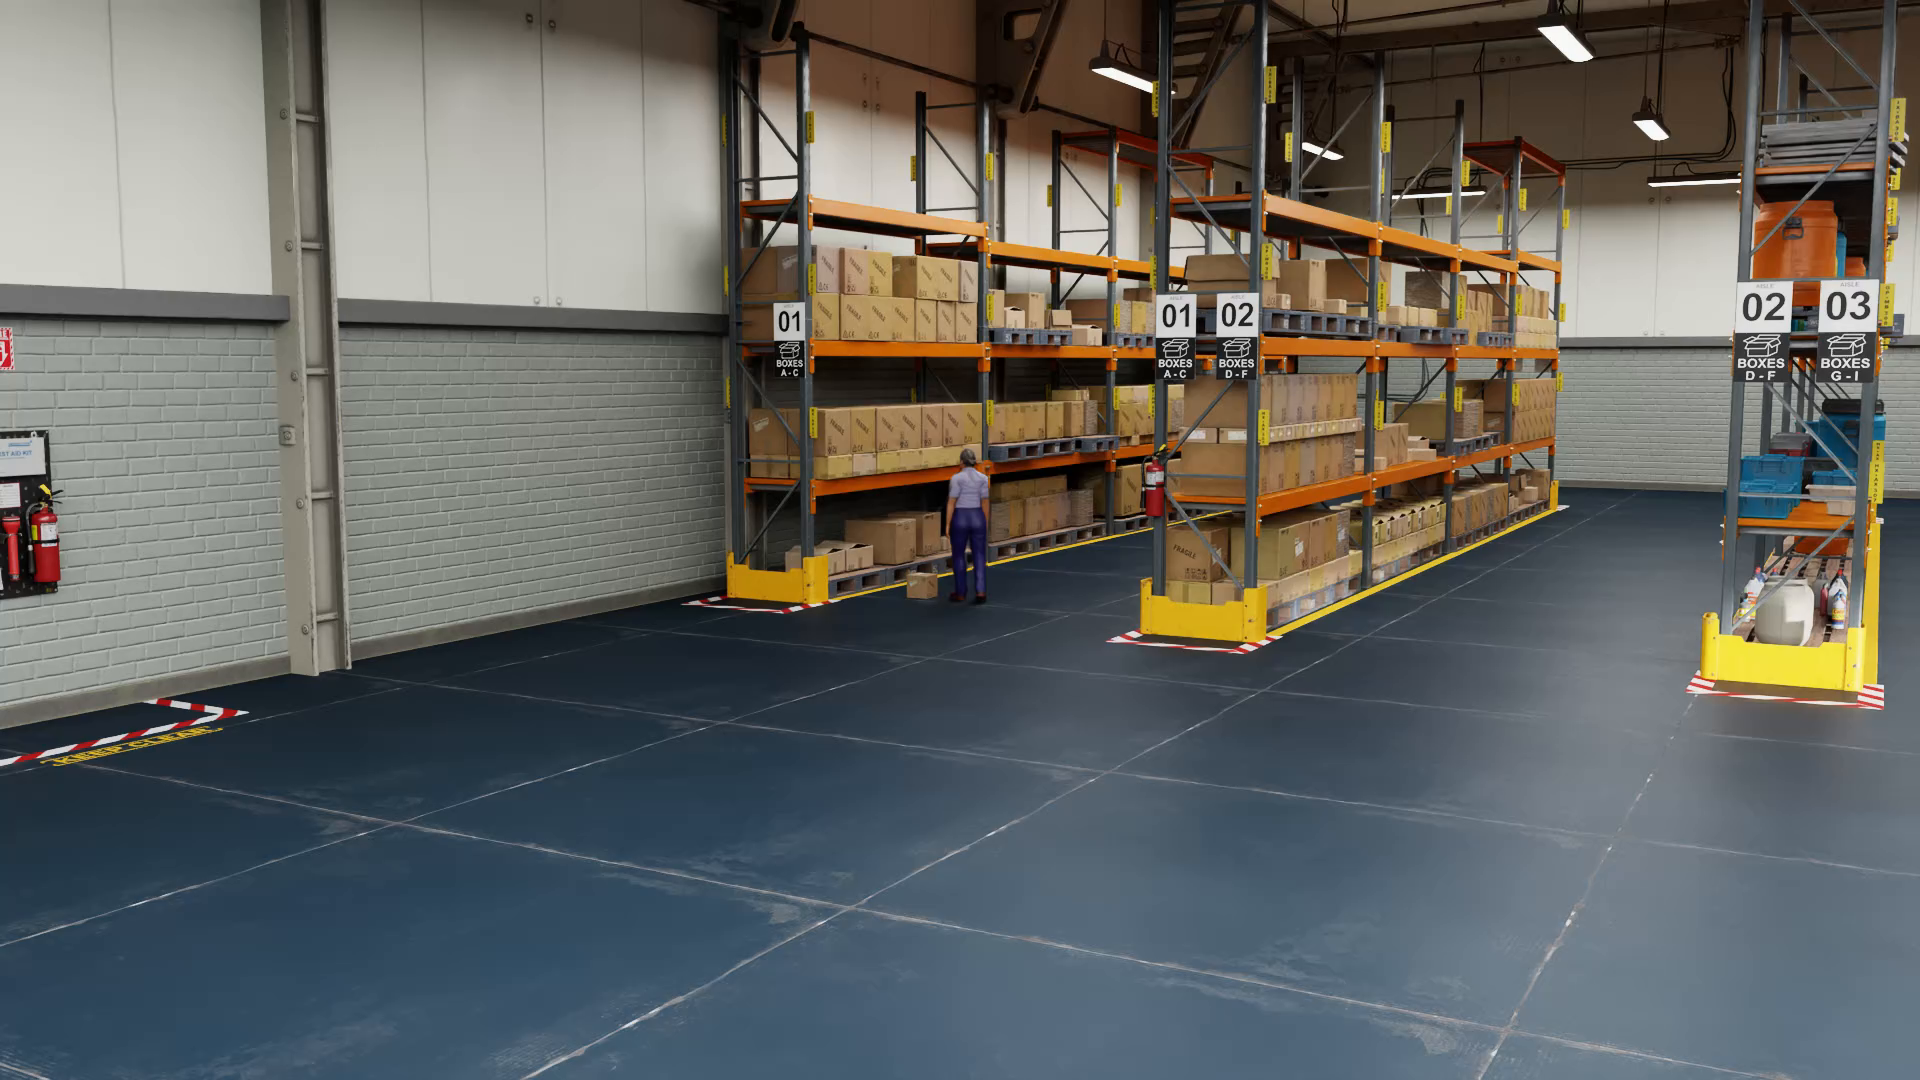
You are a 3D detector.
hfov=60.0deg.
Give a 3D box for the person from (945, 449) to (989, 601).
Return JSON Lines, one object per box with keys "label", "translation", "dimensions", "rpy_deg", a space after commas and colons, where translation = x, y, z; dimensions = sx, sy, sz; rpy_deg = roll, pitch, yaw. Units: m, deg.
{"label": "person", "translation": [0.063, -0.161, 17.896], "dimensions": [0.494, 1.638, 0.577], "rpy_deg": [-2, 6, -20]}
